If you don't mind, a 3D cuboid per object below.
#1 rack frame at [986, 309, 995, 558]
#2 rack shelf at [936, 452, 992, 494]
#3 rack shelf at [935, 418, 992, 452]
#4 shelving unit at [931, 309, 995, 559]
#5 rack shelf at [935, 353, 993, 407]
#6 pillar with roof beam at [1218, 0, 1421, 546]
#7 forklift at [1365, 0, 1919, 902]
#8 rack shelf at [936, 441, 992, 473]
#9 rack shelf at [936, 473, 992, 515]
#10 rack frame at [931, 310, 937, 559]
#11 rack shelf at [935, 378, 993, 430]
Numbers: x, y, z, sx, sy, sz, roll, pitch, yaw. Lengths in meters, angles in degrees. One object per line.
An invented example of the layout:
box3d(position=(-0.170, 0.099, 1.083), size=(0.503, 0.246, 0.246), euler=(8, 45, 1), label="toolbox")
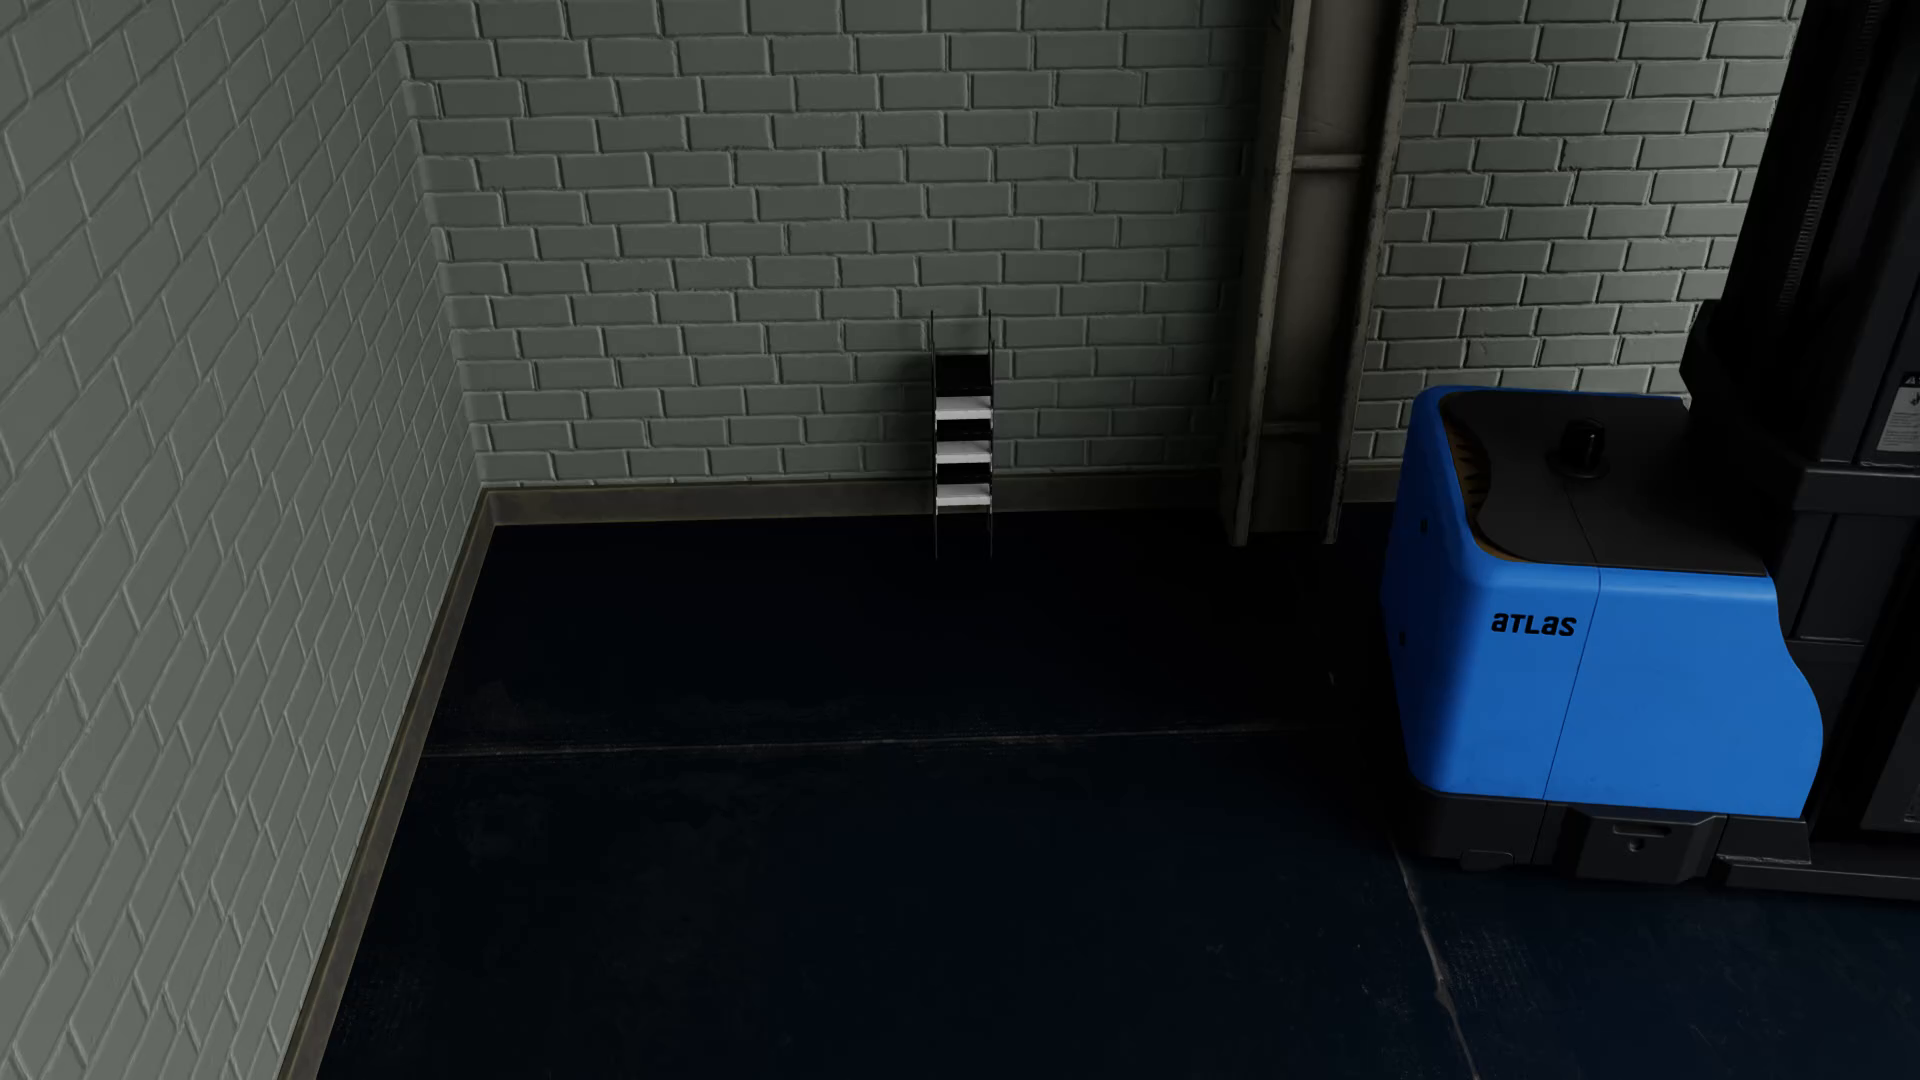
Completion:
box3d(position=(0.110, -0.373, 5.998), size=(0.006, 0.900, 0.240), euler=(-2, 35, -2), label="rack frame")
box3d(position=(0.008, -0.269, 6.064), size=(0.200, 0.077, 0.258), euler=(-2, 35, -2), label="rack shelf")
box3d(position=(0.008, -0.417, 5.962), size=(0.200, 0.077, 0.258), euler=(-2, 35, -2), label="rack shelf")
box3d(position=(0.008, -0.370, 5.994), size=(0.210, 0.900, 0.258), euler=(-2, 35, -2), label="shelving unit")
box3d(position=(0.008, -0.565, 5.860), size=(0.200, 0.077, 0.258), euler=(-2, 35, -2), label="rack shelf")
box3d(position=(1.408, -1.322, 0.253), size=(0.400, 9.000, 9.100), euler=(-2, 35, -2), label="pillar with roof beam")
box3d(position=(2.822, -0.442, 4.313), size=(3.031, 2.935, 1.130), euler=(3, 35, 5), label="forklift")
box3d(position=(0.008, -0.343, 6.013), size=(0.200, 0.077, 0.258), euler=(-2, 35, -2), label="rack shelf")
box3d(position=(0.008, -0.195, 6.116), size=(0.200, 0.077, 0.258), euler=(-2, 35, -2), label="rack shelf")
box3d(position=(-0.093, -0.367, 5.990), size=(0.006, 0.900, 0.240), euler=(-2, 35, -2), label="rack frame")
box3d(position=(0.008, -0.491, 5.911), size=(0.200, 0.077, 0.258), euler=(-2, 35, -2), label="rack shelf")
